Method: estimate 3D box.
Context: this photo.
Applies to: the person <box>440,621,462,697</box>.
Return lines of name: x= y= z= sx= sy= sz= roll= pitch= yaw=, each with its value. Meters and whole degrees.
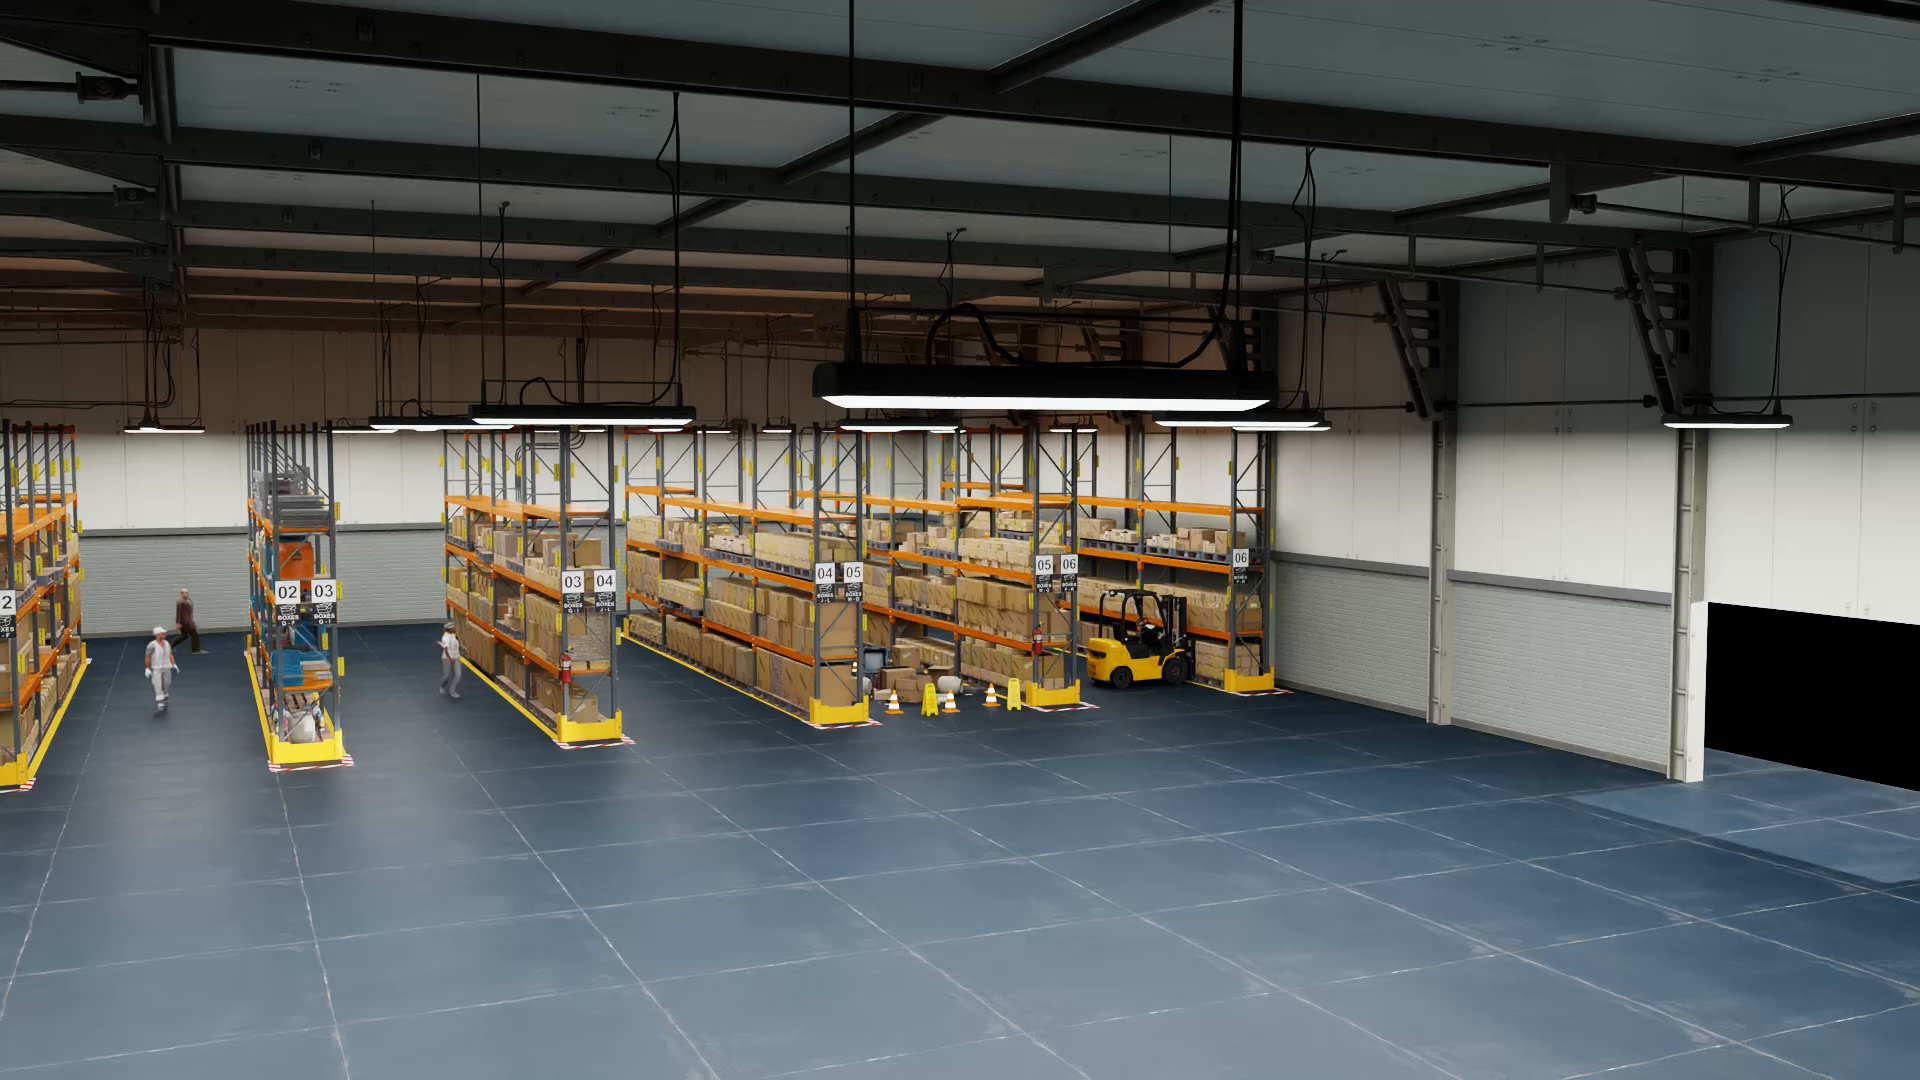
person: x=-11.182 y=2.619 z=36.608 sx=0.677 sy=1.654 sz=0.519 roll=3 pitch=4 yaw=37

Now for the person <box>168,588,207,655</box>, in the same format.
person: x=-20.235 y=2.131 z=43.407 sx=1.027 sy=1.745 sz=0.544 roll=-2 pitch=4 yaw=-27

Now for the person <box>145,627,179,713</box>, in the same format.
person: x=-16.543 y=2.675 z=34.478 sx=0.645 sy=1.735 sz=1.049 roll=-2 pitch=4 yaw=-32
